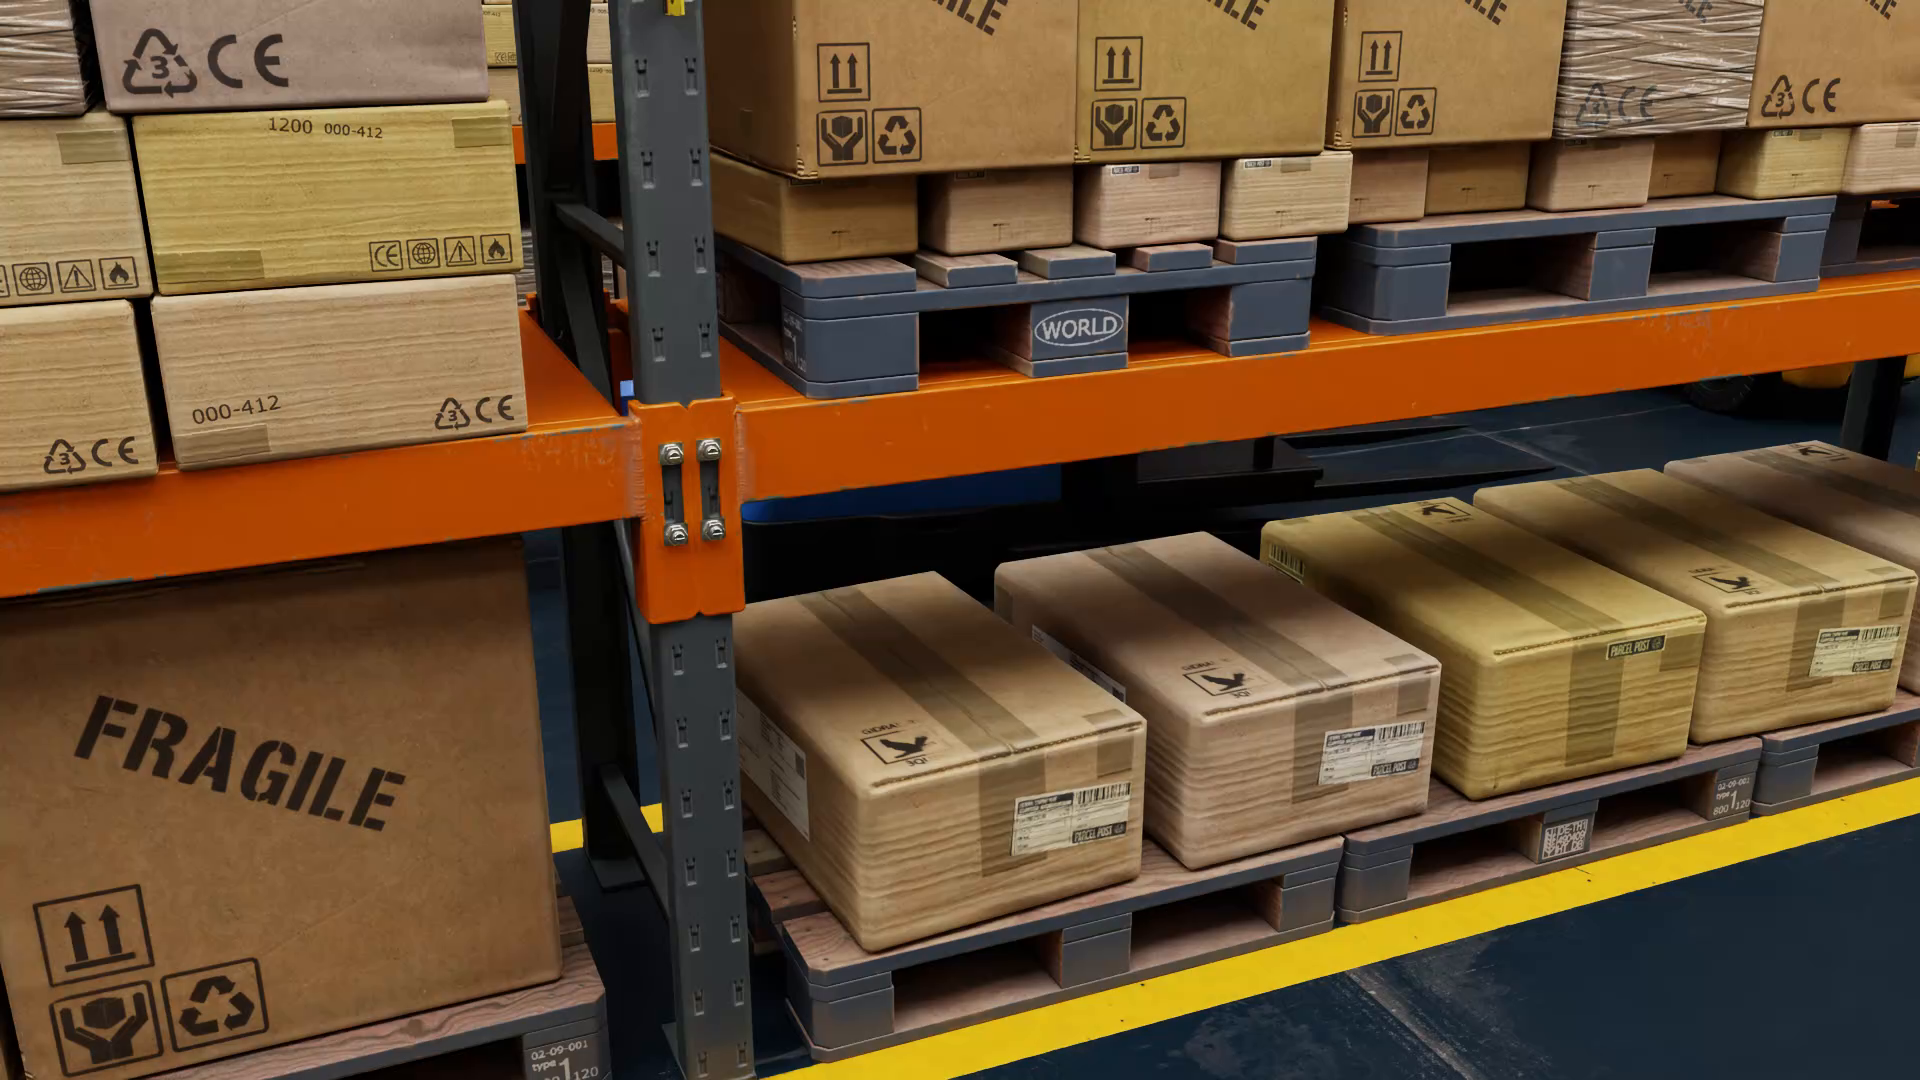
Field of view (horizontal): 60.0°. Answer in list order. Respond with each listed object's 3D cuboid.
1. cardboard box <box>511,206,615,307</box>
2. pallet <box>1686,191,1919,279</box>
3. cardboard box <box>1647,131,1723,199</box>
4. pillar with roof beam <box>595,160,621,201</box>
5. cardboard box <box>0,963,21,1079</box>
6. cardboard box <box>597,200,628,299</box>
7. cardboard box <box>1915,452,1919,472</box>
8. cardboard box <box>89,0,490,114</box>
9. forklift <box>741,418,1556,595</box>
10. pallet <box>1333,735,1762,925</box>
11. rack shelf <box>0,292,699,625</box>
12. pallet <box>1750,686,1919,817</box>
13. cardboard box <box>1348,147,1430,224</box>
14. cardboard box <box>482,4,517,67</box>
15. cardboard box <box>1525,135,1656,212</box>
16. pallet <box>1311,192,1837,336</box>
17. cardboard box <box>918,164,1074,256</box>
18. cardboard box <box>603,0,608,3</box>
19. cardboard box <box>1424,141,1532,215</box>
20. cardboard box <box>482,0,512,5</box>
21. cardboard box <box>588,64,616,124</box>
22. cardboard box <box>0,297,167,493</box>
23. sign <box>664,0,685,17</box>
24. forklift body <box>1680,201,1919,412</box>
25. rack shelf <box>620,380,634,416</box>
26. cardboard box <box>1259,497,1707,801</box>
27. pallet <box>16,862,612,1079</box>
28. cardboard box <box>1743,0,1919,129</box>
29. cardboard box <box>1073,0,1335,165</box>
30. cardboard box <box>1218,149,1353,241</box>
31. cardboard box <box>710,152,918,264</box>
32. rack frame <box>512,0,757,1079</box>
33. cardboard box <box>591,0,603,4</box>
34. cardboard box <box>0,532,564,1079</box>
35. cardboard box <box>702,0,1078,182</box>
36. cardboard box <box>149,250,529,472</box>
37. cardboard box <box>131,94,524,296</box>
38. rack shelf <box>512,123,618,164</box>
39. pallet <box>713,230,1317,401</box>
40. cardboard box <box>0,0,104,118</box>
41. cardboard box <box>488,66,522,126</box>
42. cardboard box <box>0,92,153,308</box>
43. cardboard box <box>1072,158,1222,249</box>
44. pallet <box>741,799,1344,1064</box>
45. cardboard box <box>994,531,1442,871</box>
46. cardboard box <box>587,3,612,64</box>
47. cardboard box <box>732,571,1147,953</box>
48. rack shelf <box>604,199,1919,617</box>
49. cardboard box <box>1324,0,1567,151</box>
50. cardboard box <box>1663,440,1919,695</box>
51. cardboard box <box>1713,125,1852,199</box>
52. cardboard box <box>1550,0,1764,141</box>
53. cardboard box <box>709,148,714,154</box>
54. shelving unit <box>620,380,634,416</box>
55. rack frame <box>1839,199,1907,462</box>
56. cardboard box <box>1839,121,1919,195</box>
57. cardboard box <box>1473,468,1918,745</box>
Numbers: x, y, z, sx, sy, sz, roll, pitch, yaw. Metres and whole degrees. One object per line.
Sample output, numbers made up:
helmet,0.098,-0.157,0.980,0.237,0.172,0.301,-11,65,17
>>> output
cardboard box,-2.030,-1.209,7.883,0.625,0.625,0.875,-7,21,-20
pallet,2.275,-0.920,4.406,1.213,0.211,1.003,-8,21,-22
cardboard box,1.446,-0.861,3.696,0.250,0.149,0.380,-9,21,-24
pillar with roof beam,-0.063,-4.016,3.880,0.400,9.000,9.100,-8,21,-22
cardboard box,-2.126,0.446,2.807,0.875,0.875,0.875,-8,21,-21
cardboard box,-1.433,-1.297,8.134,0.625,0.625,0.875,-7,21,-20
cardboard box,3.471,-0.127,5.374,0.500,0.250,0.500,-7,21,-19
cardboard box,-1.010,-0.911,2.437,0.500,0.500,0.500,-9,21,-23
forklift,0.645,-1.423,5.650,3.031,2.935,1.130,-5,20,-13
pallet,1.198,0.514,4.245,1.213,0.211,1.003,-8,21,-22
rack shelf,-2.475,0.062,2.411,4.000,0.370,1.077,-8,21,-22
pallet,2.320,0.352,4.705,1.213,0.211,1.003,-8,21,-22
cardboard box,0.727,-0.740,3.353,0.250,0.149,0.380,-7,21,-19
cardboard box,-2.094,-2.194,7.211,0.500,0.250,0.500,-8,21,-22
cardboard box,1.237,-0.803,3.533,0.250,0.149,0.380,-7,21,-20
pallet,1.163,-0.722,3.846,1.213,0.211,1.003,-8,21,-22
cardboard box,0.006,-0.633,3.048,0.250,0.149,0.380,-10,22,-25
cardboard box,-1.493,-2.474,7.404,0.250,0.149,0.380,-8,21,-21
cardboard box,0.971,-0.789,3.492,0.250,0.149,0.380,-7,21,-20
cardboard box,-1.954,-2.394,7.177,0.250,0.149,0.380,-8,21,-21
cardboard box,-1.640,-2.031,7.499,0.500,0.250,0.500,-9,21,-23
cardboard box,-1.463,-0.252,2.446,0.500,0.250,0.500,-8,21,-21
sign,-0.416,-0.917,2.367,0.005,0.325,0.100,-8,21,-22
forklift body,3.719,-1.899,8.178,1.214,2.155,2.313,-8,21,-22
rack shelf,-1.379,-0.454,5.594,1.000,0.185,0.538,-5,20,-13
cardboard box,1.257,0.233,4.169,0.625,0.372,0.950,-7,21,-20
pallet,-1.392,0.856,3.273,1.213,0.211,1.003,-8,21,-22
cardboard box,1.770,-1.189,3.653,0.500,0.500,0.500,-7,21,-20
cardboard box,0.342,-0.985,3.072,0.500,0.500,0.500,-7,21,-19
cardboard box,0.537,-0.684,3.195,0.250,0.149,0.380,-8,21,-22
cardboard box,-0.266,-0.606,2.972,0.250,0.149,0.380,-9,22,-25
rack frame,-0.639,-0.540,3.039,0.127,3.000,1.000,-8,21,-22
cardboard box,-1.728,-2.436,7.295,0.250,0.149,0.380,-8,21,-20
cardboard box,-1.306,0.330,3.136,0.875,0.875,0.875,-8,21,-22
cardboard box,-0.134,-0.914,2.871,0.500,0.500,0.500,-9,21,-23
cardboard box,-1.000,-0.324,2.650,0.500,0.250,0.500,-9,21,-24
cardboard box,-0.983,-0.564,2.580,0.500,0.250,0.500,-8,21,-22
rack shelf,-0.772,-1.977,8.203,4.000,0.370,1.077,-8,21,-22
pallet,-0.026,-0.576,3.430,1.003,0.211,1.213,-8,21,-22
cardboard box,-1.477,-0.841,2.238,0.500,0.500,0.500,-8,21,-21
cardboard box,-2.104,-1.966,7.316,0.500,0.250,0.500,-8,21,-22
cardboard box,-1.452,-0.495,2.385,0.500,0.250,0.500,-9,21,-23
cardboard box,0.276,-0.655,3.110,0.250,0.149,0.380,-10,22,-25
pallet,0.080,0.673,3.793,1.213,0.211,1.003,-8,21,-22
cardboard box,0.559,0.331,3.891,0.625,0.372,0.950,-9,21,-23
cardboard box,-1.644,-2.268,7.419,0.500,0.250,0.500,-7,21,-20
cardboard box,-0.116,0.430,3.608,0.625,0.372,0.950,-10,22,-26
rack shelf,1.198,-0.464,3.906,4.000,0.370,1.077,-8,21,-22
cardboard box,0.827,-1.057,3.276,0.500,0.500,0.500,-8,21,-21
cardboard box,2.554,0.045,4.702,0.625,0.372,0.950,-8,21,-21
cardboard box,1.729,-0.864,3.706,0.250,0.149,0.380,-8,21,-22
cardboard box,1.289,-1.120,3.456,0.500,0.500,0.500,-9,21,-24
cardboard box,-0.431,-0.734,3.337,0.250,0.149,0.380,-7,21,-20
shelving unit,-1.379,-0.623,5.535,1.048,1.500,0.538,-5,20,-13
rack frame,3.034,-1.066,4.534,0.127,3.000,1.000,-8,21,-22
cardboard box,1.967,-0.885,3.765,0.250,0.149,0.380,-8,21,-21
cardboard box,1.895,0.141,4.431,0.625,0.372,0.950,-7,21,-19
